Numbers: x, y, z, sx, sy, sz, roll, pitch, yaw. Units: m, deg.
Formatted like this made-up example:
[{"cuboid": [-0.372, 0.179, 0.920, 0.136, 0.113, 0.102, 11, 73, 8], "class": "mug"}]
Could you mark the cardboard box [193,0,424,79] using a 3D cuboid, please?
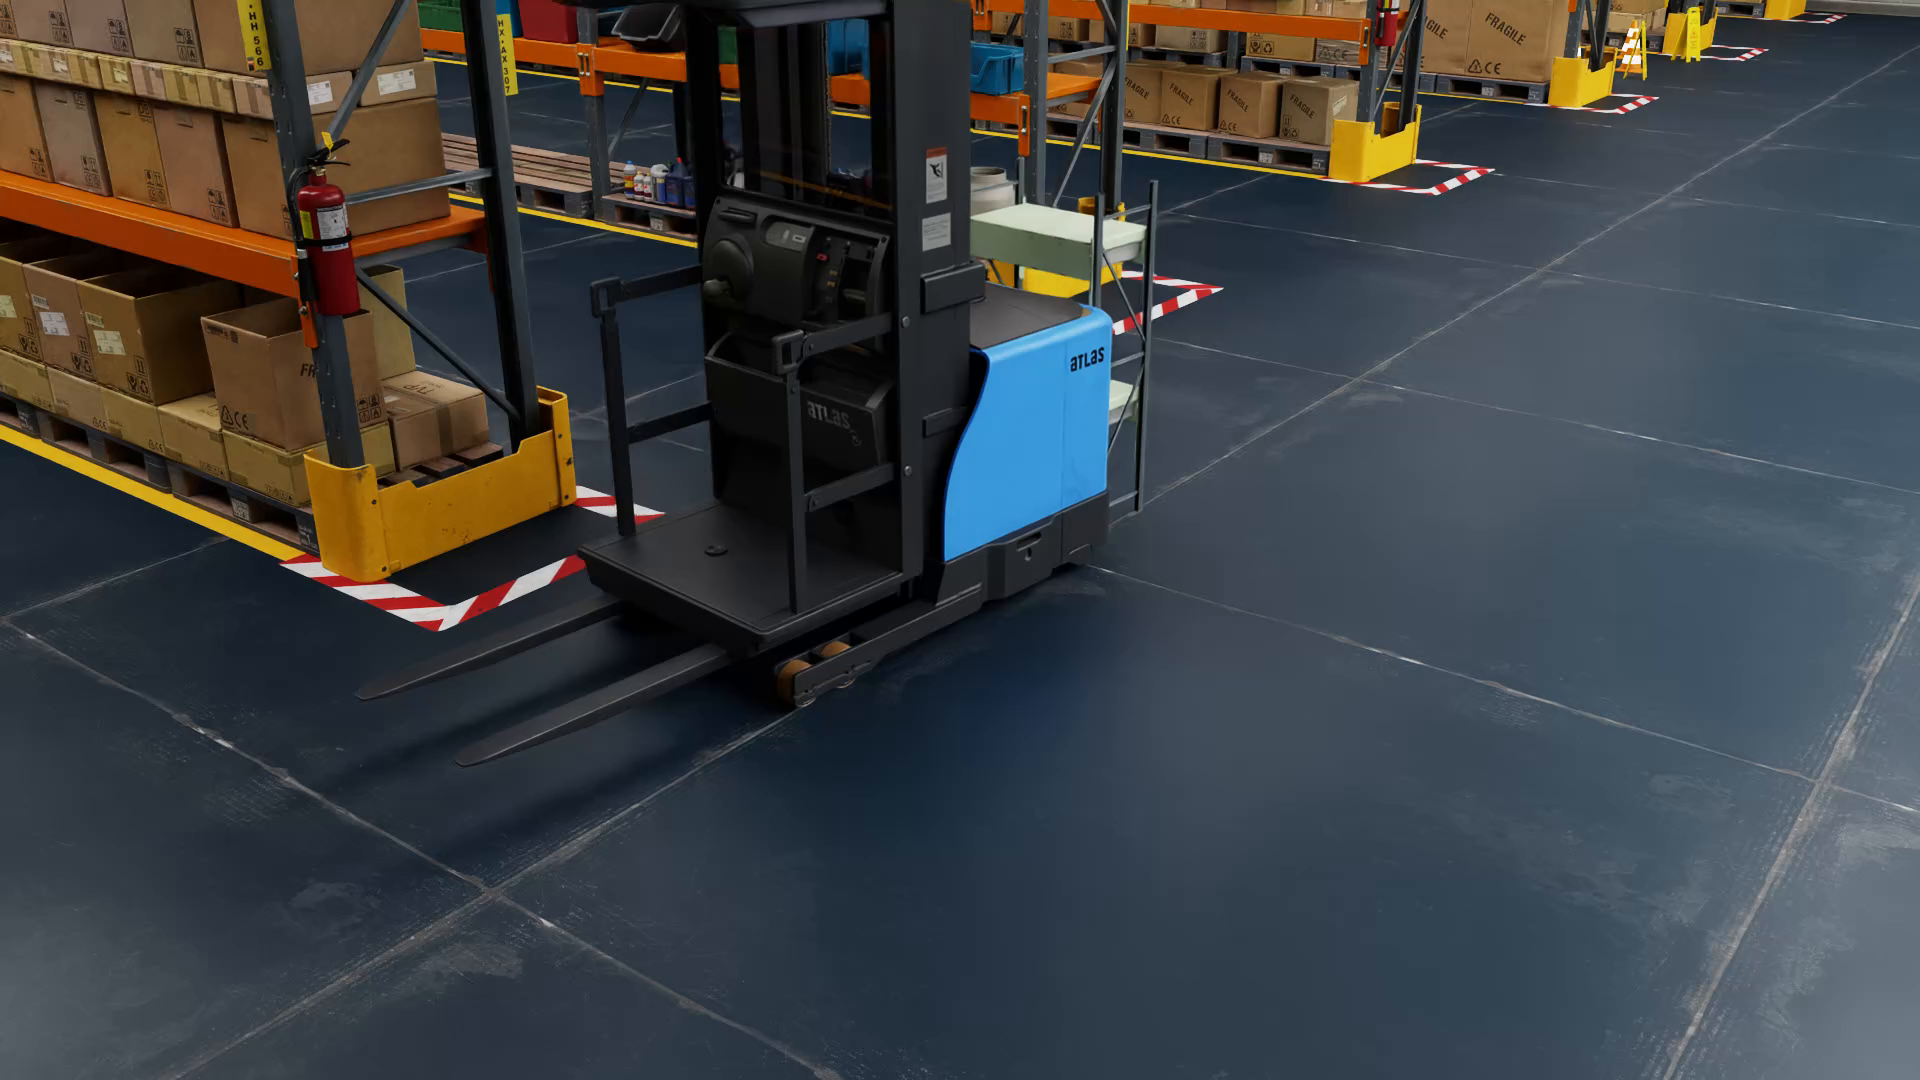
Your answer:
[{"cuboid": [-2.656, -2.190, 6.767, 0.500, 0.500, 0.700, 17, 29, 33], "class": "cardboard box"}]

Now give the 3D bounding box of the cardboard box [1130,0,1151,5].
[{"cuboid": [1.696, -4.961, 15.101, 0.250, 0.149, 0.380, 17, 29, 33], "class": "cardboard box"}]

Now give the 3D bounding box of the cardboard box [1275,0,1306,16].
[{"cuboid": [2.914, -4.608, 14.299, 0.250, 0.149, 0.380, 17, 29, 33], "class": "cardboard box"}]

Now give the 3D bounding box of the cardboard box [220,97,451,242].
[{"cuboid": [-2.613, -1.584, 7.000, 0.500, 0.500, 0.700, 17, 29, 33], "class": "cardboard box"}]

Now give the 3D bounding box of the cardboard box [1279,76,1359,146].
[{"cuboid": [3.207, -3.821, 14.781, 0.500, 0.500, 0.500, -20, 31, -38], "class": "cardboard box"}]

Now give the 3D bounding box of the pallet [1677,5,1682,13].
[{"cuboid": [11.005, -8.606, 26.521, 1.213, 0.211, 1.003, 17, 29, 33], "class": "pallet"}]

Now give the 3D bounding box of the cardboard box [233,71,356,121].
[{"cuboid": [-2.667, -1.794, 6.674, 0.250, 0.149, 0.380, 16, 29, 32], "class": "cardboard box"}]

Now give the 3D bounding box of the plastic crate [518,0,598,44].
[{"cuboid": [-3.045, -4.033, 12.604, 0.583, 0.464, 0.402, 17, 29, 33], "class": "plastic crate"}]

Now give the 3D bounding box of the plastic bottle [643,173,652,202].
[{"cuboid": [-2.320, -2.638, 12.443, 0.097, 0.201, 0.097, 0, 24, 0], "class": "plastic bottle"}]

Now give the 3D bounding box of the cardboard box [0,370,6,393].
[{"cuboid": [-4.862, -0.989, 8.665, 0.500, 0.250, 0.500, 17, 29, 33], "class": "cardboard box"}]

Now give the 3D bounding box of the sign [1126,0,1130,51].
[{"cuboid": [1.060, -3.321, 10.724, 0.005, 0.325, 0.100, 17, 29, 33], "class": "sign"}]

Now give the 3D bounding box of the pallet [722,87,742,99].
[{"cuboid": [-2.080, -5.085, 18.529, 1.213, 0.211, 1.003, 17, 29, 33], "class": "pallet"}]

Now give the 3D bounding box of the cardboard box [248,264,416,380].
[{"cuboid": [-2.944, -1.020, 7.803, 0.500, 0.500, 0.500, 17, 29, 33], "class": "cardboard box"}]

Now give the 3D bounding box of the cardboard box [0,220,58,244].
[{"cuboid": [-4.860, -1.334, 8.516, 0.500, 0.500, 0.500, 17, 29, 33], "class": "cardboard box"}]

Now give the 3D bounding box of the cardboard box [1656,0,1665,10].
[{"cuboid": [9.141, -7.380, 22.239, 0.500, 0.500, 0.500, 16, 28, 32], "class": "cardboard box"}]

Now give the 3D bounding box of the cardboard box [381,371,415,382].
[{"cuboid": [-2.945, -0.676, 7.953, 0.500, 0.250, 0.500, 17, 29, 33], "class": "cardboard box"}]

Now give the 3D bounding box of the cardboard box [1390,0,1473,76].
[{"cuboid": [5.465, -5.767, 18.732, 0.875, 0.875, 0.875, 16, 29, 32], "class": "cardboard box"}]

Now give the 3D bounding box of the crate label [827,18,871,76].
[{"cuboid": [-0.909, -3.392, 11.184, 0.616, 0.435, 0.502, 17, 29, 33], "class": "crate label"}]

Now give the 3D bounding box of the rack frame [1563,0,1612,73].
[{"cuboid": [6.753, -6.192, 17.583, 0.127, 3.000, 1.000, 17, 29, 33], "class": "rack frame"}]

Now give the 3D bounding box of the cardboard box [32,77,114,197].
[{"cuboid": [-3.854, -1.957, 7.847, 0.500, 0.500, 0.700, 18, 29, 35], "class": "cardboard box"}]

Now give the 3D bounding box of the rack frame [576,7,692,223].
[{"cuboid": [-2.474, -3.985, 12.575, 0.127, 3.000, 1.000, 17, 29, 33], "class": "rack frame"}]

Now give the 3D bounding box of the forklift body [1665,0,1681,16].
[{"cuboid": [10.003, -8.897, 24.776, 1.214, 2.155, 2.313, 17, 29, 33], "class": "forklift body"}]

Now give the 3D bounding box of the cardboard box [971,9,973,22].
[{"cuboid": [-0.062, -7.428, 22.968, 0.500, 0.500, 0.500, 15, 28, 31], "class": "cardboard box"}]

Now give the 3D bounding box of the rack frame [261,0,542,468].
[{"cuboid": [-2.247, -1.421, 6.754, 0.127, 3.000, 1.000, 17, 29, 33], "class": "rack frame"}]

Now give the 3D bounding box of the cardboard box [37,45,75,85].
[{"cuboid": [-3.910, -2.169, 7.523, 0.250, 0.149, 0.380, 16, 29, 33], "class": "cardboard box"}]

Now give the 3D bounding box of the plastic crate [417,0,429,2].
[{"cuboid": [-4.566, -4.492, 13.646, 0.583, 0.464, 0.402, 17, 29, 33], "class": "plastic crate"}]

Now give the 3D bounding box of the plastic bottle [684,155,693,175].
[{"cuboid": [-1.991, -2.692, 12.379, 0.185, 0.351, 0.144, 17, 29, 33], "class": "plastic bottle"}]

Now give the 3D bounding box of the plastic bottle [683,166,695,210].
[{"cuboid": [-1.926, -2.600, 12.170, 0.185, 0.351, 0.144, 15, 28, 31], "class": "plastic bottle"}]

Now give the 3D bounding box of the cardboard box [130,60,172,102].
[{"cuboid": [-3.282, -1.980, 7.096, 0.250, 0.149, 0.380, 17, 29, 34], "class": "cardboard box"}]

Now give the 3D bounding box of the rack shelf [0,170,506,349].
[{"cuboid": [-3.848, -1.575, 7.997, 4.000, 0.370, 1.077, 17, 29, 33], "class": "rack shelf"}]

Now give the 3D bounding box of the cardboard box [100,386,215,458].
[{"cuboid": [-3.662, -0.626, 7.841, 0.500, 0.250, 0.500, 17, 29, 33], "class": "cardboard box"}]

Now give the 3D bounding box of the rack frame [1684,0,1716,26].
[{"cuboid": [9.640, -7.813, 21.263, 0.127, 3.000, 1.000, 17, 29, 33], "class": "rack frame"}]

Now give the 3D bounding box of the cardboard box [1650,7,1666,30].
[{"cuboid": [9.161, -7.032, 22.378, 0.500, 0.250, 0.500, 17, 29, 33], "class": "cardboard box"}]

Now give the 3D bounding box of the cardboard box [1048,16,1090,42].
[{"cuboid": [1.486, -6.902, 21.465, 0.750, 0.750, 1.050, 17, 29, 34], "class": "cardboard box"}]

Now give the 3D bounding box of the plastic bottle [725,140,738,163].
[{"cuboid": [-1.786, -2.912, 12.878, 0.185, 0.351, 0.144, 16, 28, 32], "class": "plastic bottle"}]

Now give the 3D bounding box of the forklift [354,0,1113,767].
[{"cuboid": [-0.742, -0.979, 5.837, 1.130, 2.935, 3.031, 21, 31, 39], "class": "forklift"}]

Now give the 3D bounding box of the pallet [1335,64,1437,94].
[{"cuboid": [5.094, -5.379, 19.197, 1.213, 0.211, 1.003, 17, 29, 33], "class": "pallet"}]

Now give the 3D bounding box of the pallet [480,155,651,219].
[{"cuboid": [-3.126, -2.887, 13.540, 1.213, 0.211, 1.003, 17, 29, 33], "class": "pallet"}]

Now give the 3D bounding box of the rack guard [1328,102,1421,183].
[{"cuboid": [3.636, -3.491, 14.552, 0.348, 0.500, 1.175, 17, 29, 33], "class": "rack guard"}]

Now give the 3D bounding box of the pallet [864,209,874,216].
[{"cuboid": [-0.982, -2.239, 12.069, 1.213, 0.211, 1.003, 17, 29, 33], "class": "pallet"}]

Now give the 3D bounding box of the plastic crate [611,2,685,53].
[{"cuboid": [-2.132, -3.789, 12.207, 0.504, 0.338, 0.767, 17, 29, 33], "class": "plastic crate"}]

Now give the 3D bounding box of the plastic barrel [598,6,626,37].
[{"cuboid": [-2.602, -4.406, 12.908, 0.708, 0.901, 0.600, 17, 29, 33], "class": "plastic barrel"}]

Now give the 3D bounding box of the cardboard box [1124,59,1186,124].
[{"cuboid": [1.799, -4.261, 15.780, 0.500, 0.500, 0.500, 14, 27, 29], "class": "cardboard box"}]

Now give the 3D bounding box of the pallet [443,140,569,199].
[{"cuboid": [-4.106, -3.181, 14.209, 1.213, 0.211, 1.003, 17, 29, 33], "class": "pallet"}]

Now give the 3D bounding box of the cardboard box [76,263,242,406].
[{"cuboid": [-3.664, -0.969, 7.687, 0.500, 0.500, 0.500, 17, 29, 33], "class": "cardboard box"}]

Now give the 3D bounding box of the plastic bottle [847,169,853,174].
[{"cuboid": [-0.812, -2.593, 12.252, 0.097, 0.271, 0.097, 0, 24, 0], "class": "plastic bottle"}]

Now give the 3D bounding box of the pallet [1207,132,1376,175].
[{"cuboid": [3.007, -3.566, 15.082, 1.213, 0.211, 1.003, 17, 29, 33], "class": "pallet"}]

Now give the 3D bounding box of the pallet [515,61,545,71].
[{"cuboid": [-5.243, -6.080, 20.786, 1.213, 0.211, 1.003, 17, 29, 33], "class": "pallet"}]

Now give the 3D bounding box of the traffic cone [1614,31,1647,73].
[{"cuboid": [8.129, -5.900, 20.067, 0.334, 0.463, 0.336, 17, 29, 33], "class": "traffic cone"}]

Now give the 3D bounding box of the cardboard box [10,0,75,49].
[{"cuboid": [-3.884, -2.558, 7.603, 0.500, 0.500, 0.700, 17, 29, 33], "class": "cardboard box"}]

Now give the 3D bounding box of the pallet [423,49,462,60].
[{"cuboid": [-6.467, -6.451, 21.629, 1.213, 0.211, 1.003, 17, 29, 33], "class": "pallet"}]

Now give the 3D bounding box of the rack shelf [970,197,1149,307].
[{"cuboid": [0.414, -1.214, 7.177, 0.720, 0.370, 0.431, 20, 31, 38], "class": "rack shelf"}]

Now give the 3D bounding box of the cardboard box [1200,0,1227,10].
[{"cuboid": [2.335, -4.800, 14.736, 0.250, 0.149, 0.380, 17, 29, 33], "class": "cardboard box"}]

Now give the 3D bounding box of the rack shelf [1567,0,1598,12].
[{"cuboid": [5.152, -6.346, 18.826, 4.000, 0.370, 1.077, 17, 29, 33], "class": "rack shelf"}]

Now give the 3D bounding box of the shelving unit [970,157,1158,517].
[{"cuboid": [0.414, -0.857, 7.335, 0.755, 1.500, 0.431, 20, 31, 38], "class": "shelving unit"}]

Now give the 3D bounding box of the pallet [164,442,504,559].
[{"cuboid": [-2.884, -0.316, 7.706, 1.213, 0.211, 1.003, 17, 29, 33], "class": "pallet"}]

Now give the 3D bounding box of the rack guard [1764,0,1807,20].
[{"cuboid": [12.634, -8.266, 25.391, 0.348, 0.500, 1.175, 17, 29, 33], "class": "rack guard"}]
